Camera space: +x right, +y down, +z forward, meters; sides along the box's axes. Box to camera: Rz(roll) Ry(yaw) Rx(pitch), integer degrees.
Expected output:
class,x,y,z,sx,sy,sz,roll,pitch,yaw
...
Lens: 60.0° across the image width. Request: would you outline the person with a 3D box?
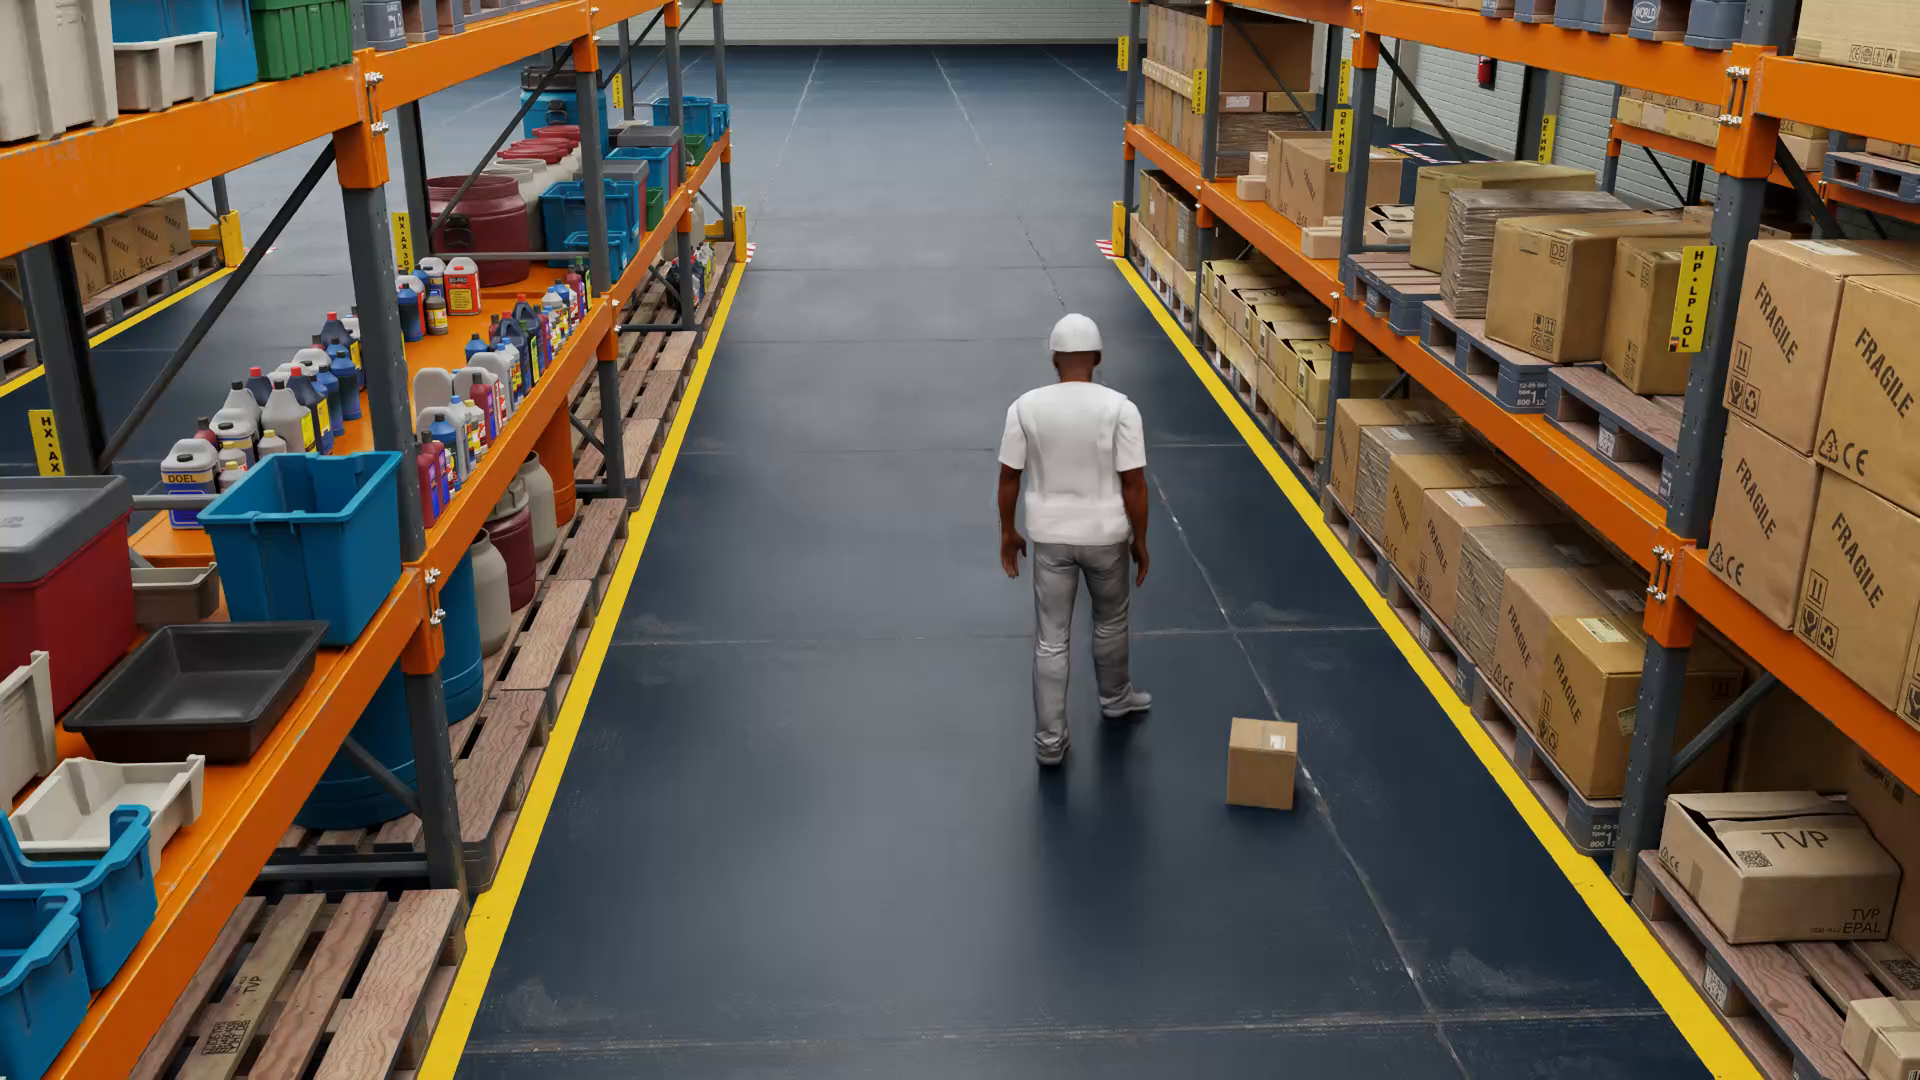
class,x,y,z,sx,sy,sz,roll,pitch,yaw
person,0.458,-0.017,6.620,0.624,1.765,0.785,4,21,11
